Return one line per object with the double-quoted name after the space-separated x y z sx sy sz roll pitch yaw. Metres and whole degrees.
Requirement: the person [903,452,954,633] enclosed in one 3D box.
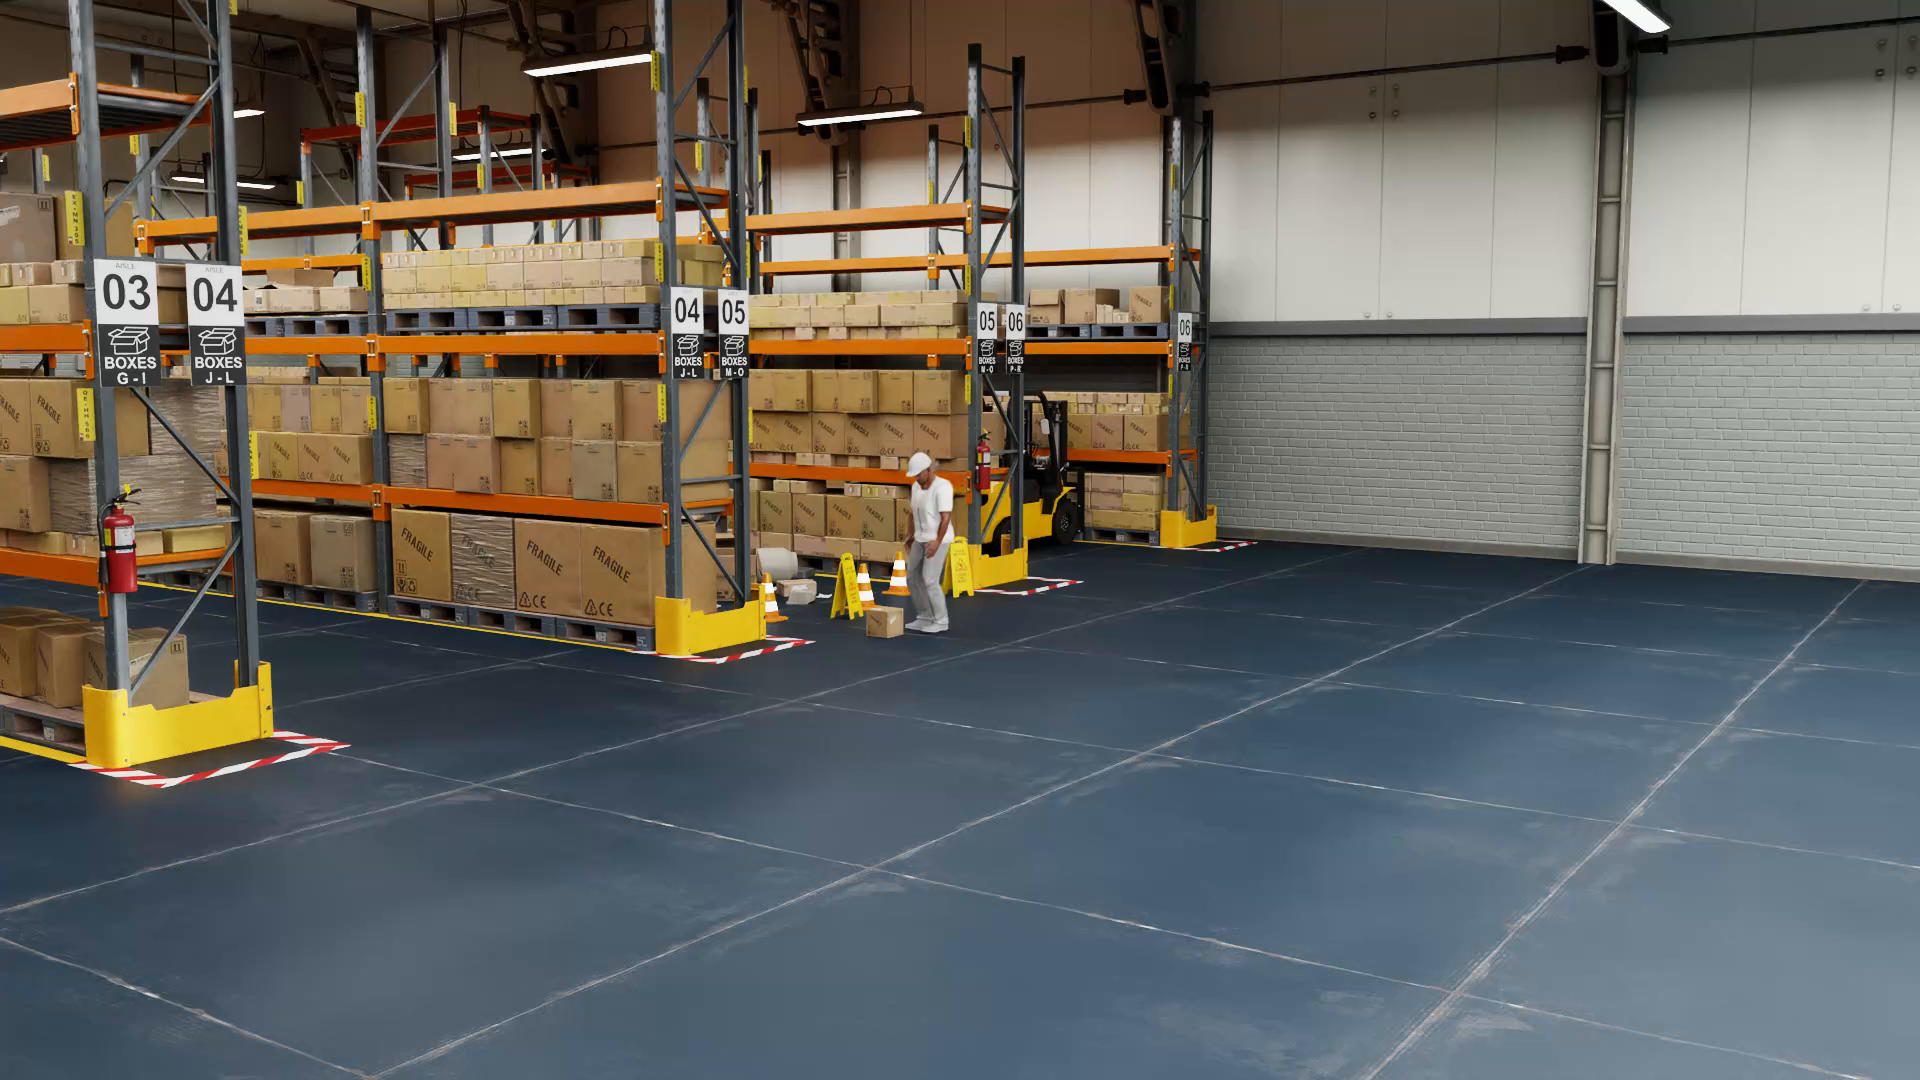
-0.301 0.019 15.785 0.472 1.707 0.595 -5 8 -36 "person"
